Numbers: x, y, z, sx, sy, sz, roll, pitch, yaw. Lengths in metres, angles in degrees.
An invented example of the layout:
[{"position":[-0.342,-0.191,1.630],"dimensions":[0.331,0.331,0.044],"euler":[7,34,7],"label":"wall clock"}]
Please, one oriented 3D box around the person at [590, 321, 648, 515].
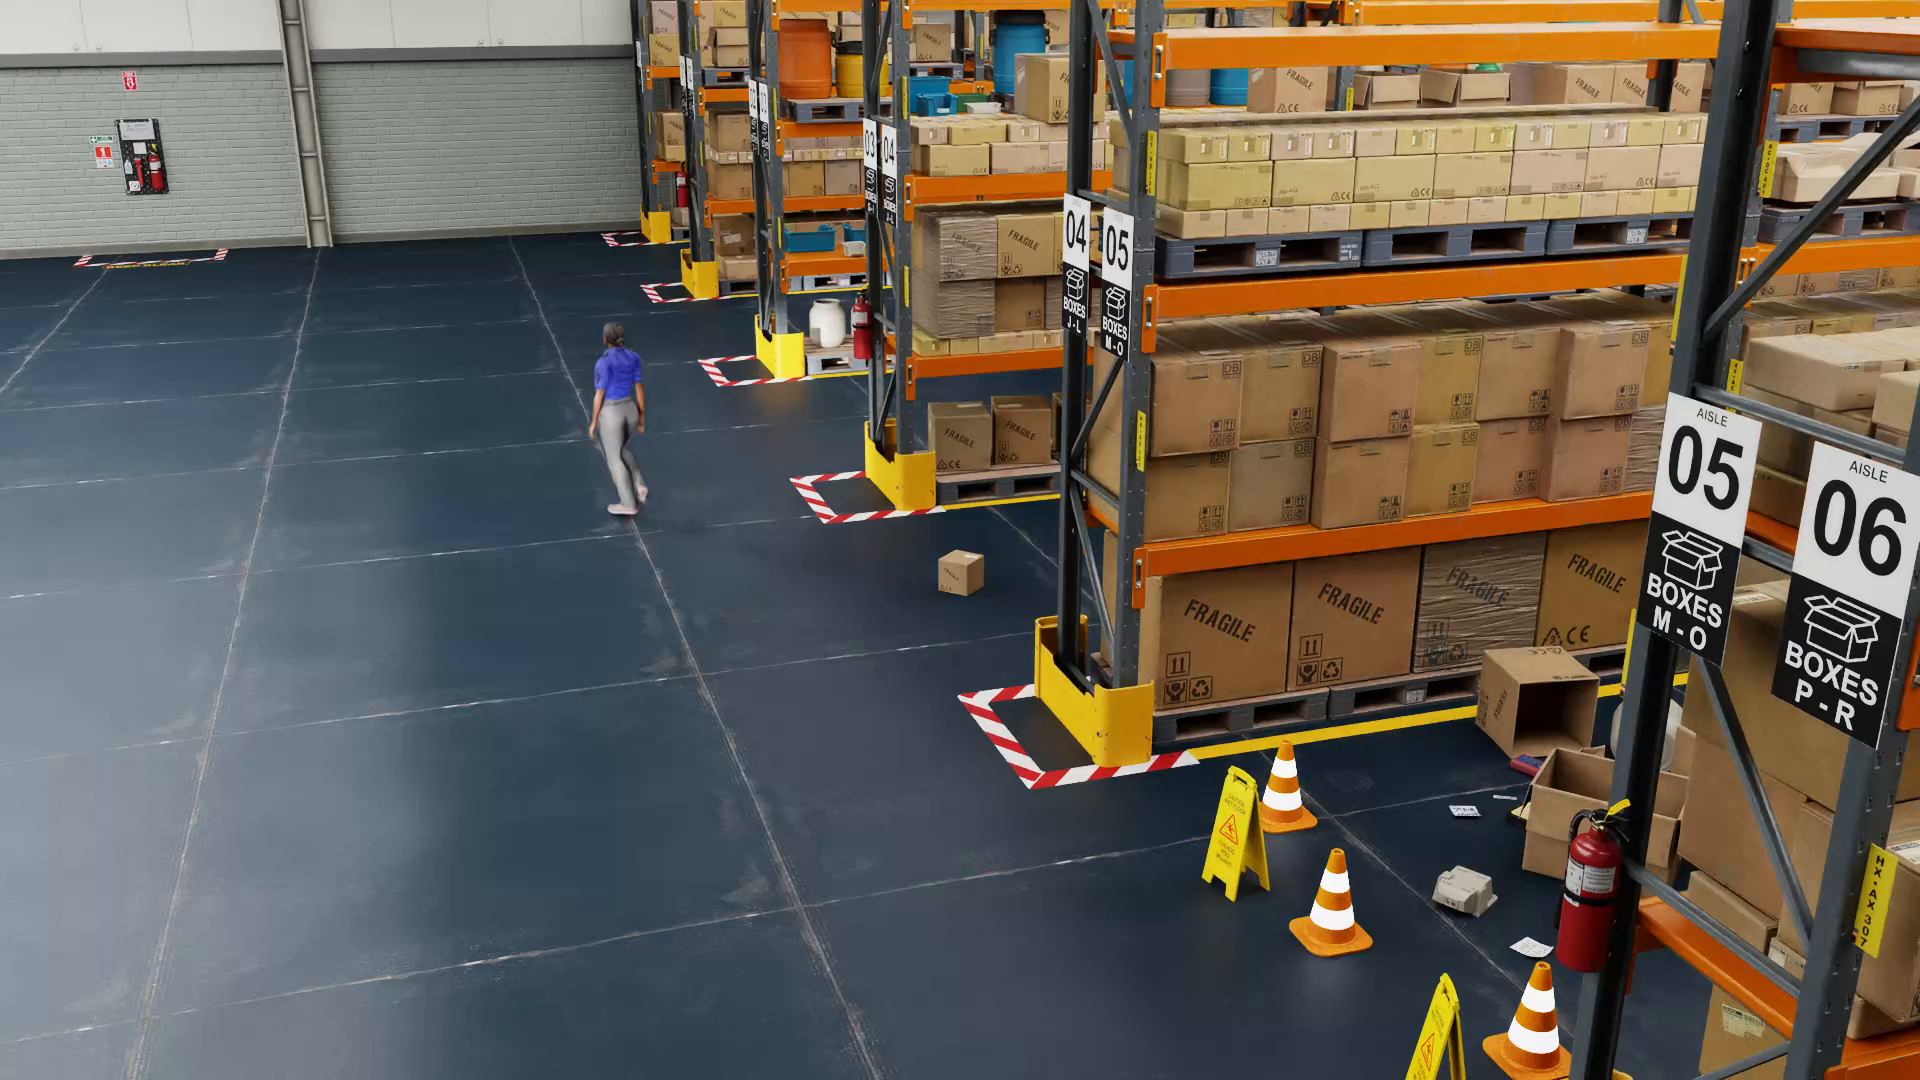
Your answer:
[{"position":[-2.898,-1.019,13.931],"dimensions":[0.424,1.668,0.454],"euler":[14,24,34],"label":"person"}]
